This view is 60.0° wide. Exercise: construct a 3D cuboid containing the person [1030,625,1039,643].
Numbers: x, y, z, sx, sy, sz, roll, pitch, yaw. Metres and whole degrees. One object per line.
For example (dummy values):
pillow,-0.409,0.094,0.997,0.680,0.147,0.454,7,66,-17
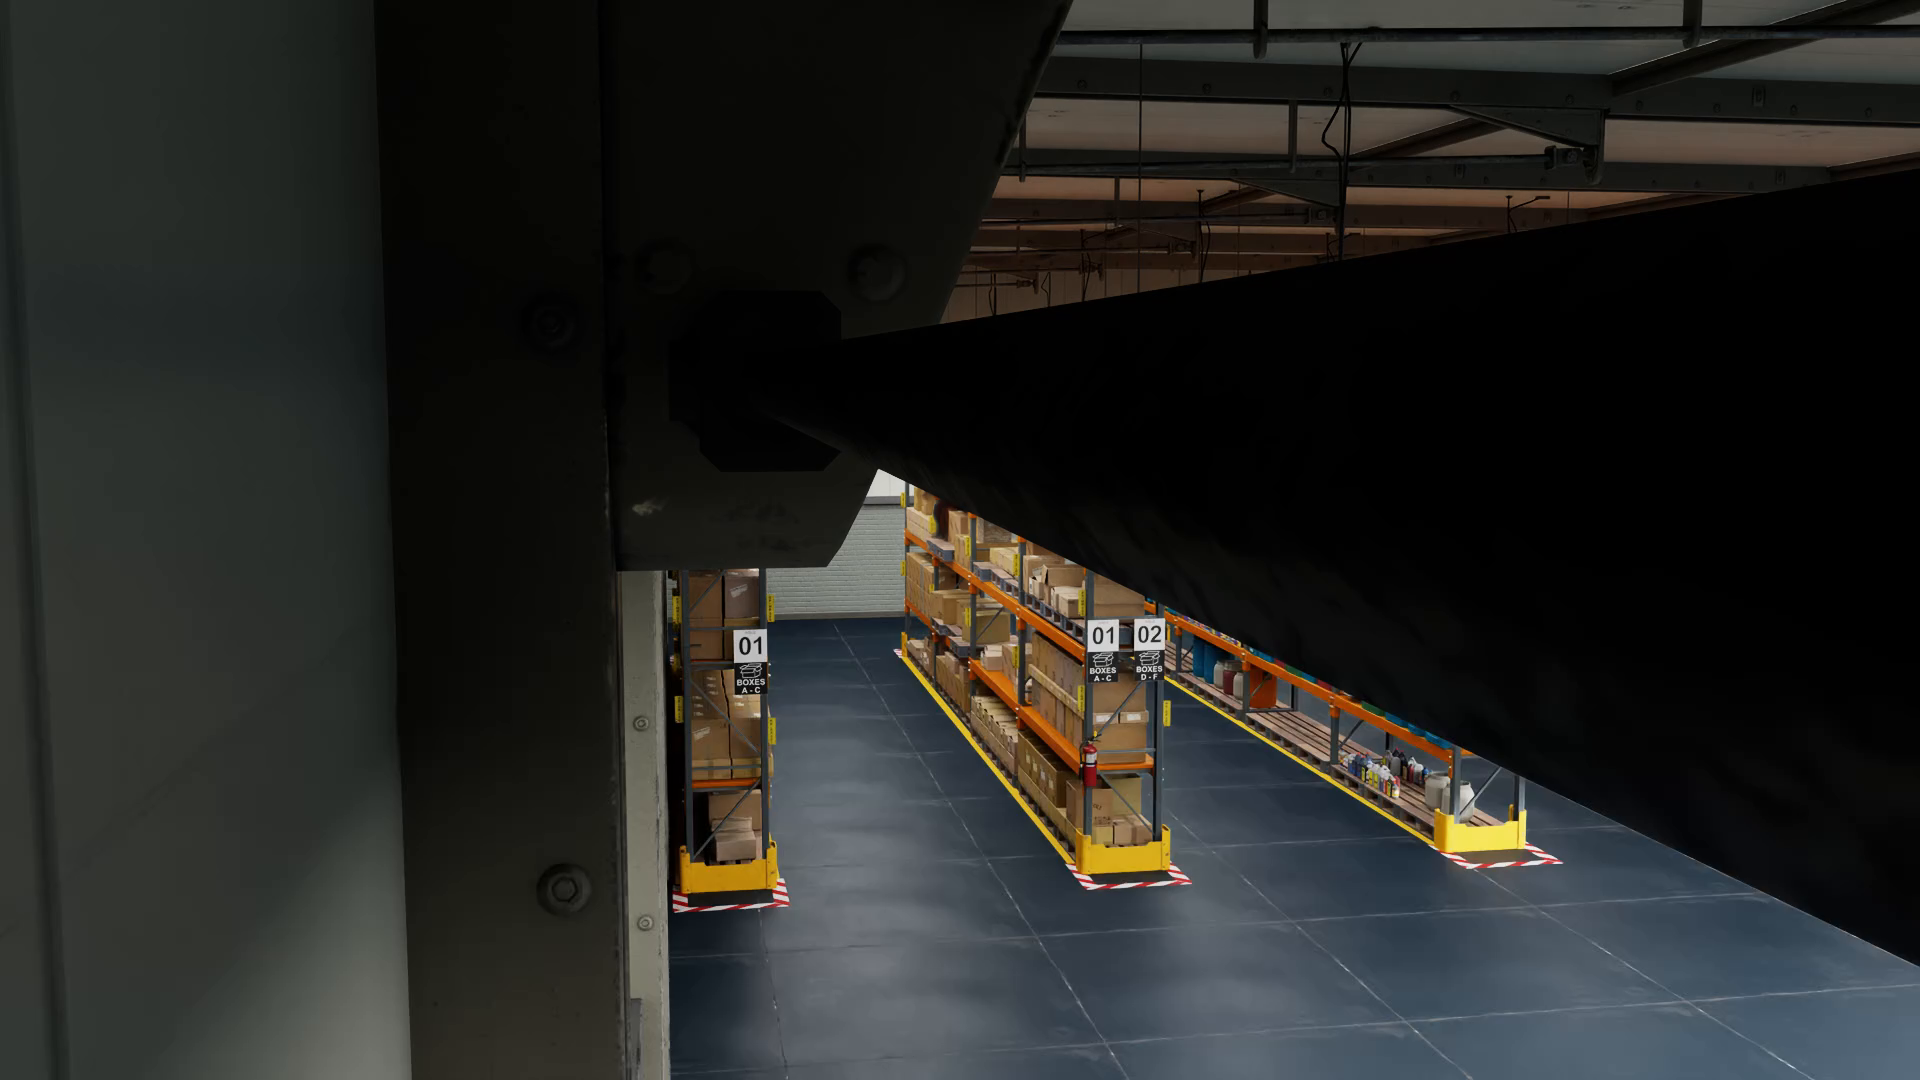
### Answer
person,1.618,1.864,34.194,0.425,1.573,0.504,-2,6,-16
